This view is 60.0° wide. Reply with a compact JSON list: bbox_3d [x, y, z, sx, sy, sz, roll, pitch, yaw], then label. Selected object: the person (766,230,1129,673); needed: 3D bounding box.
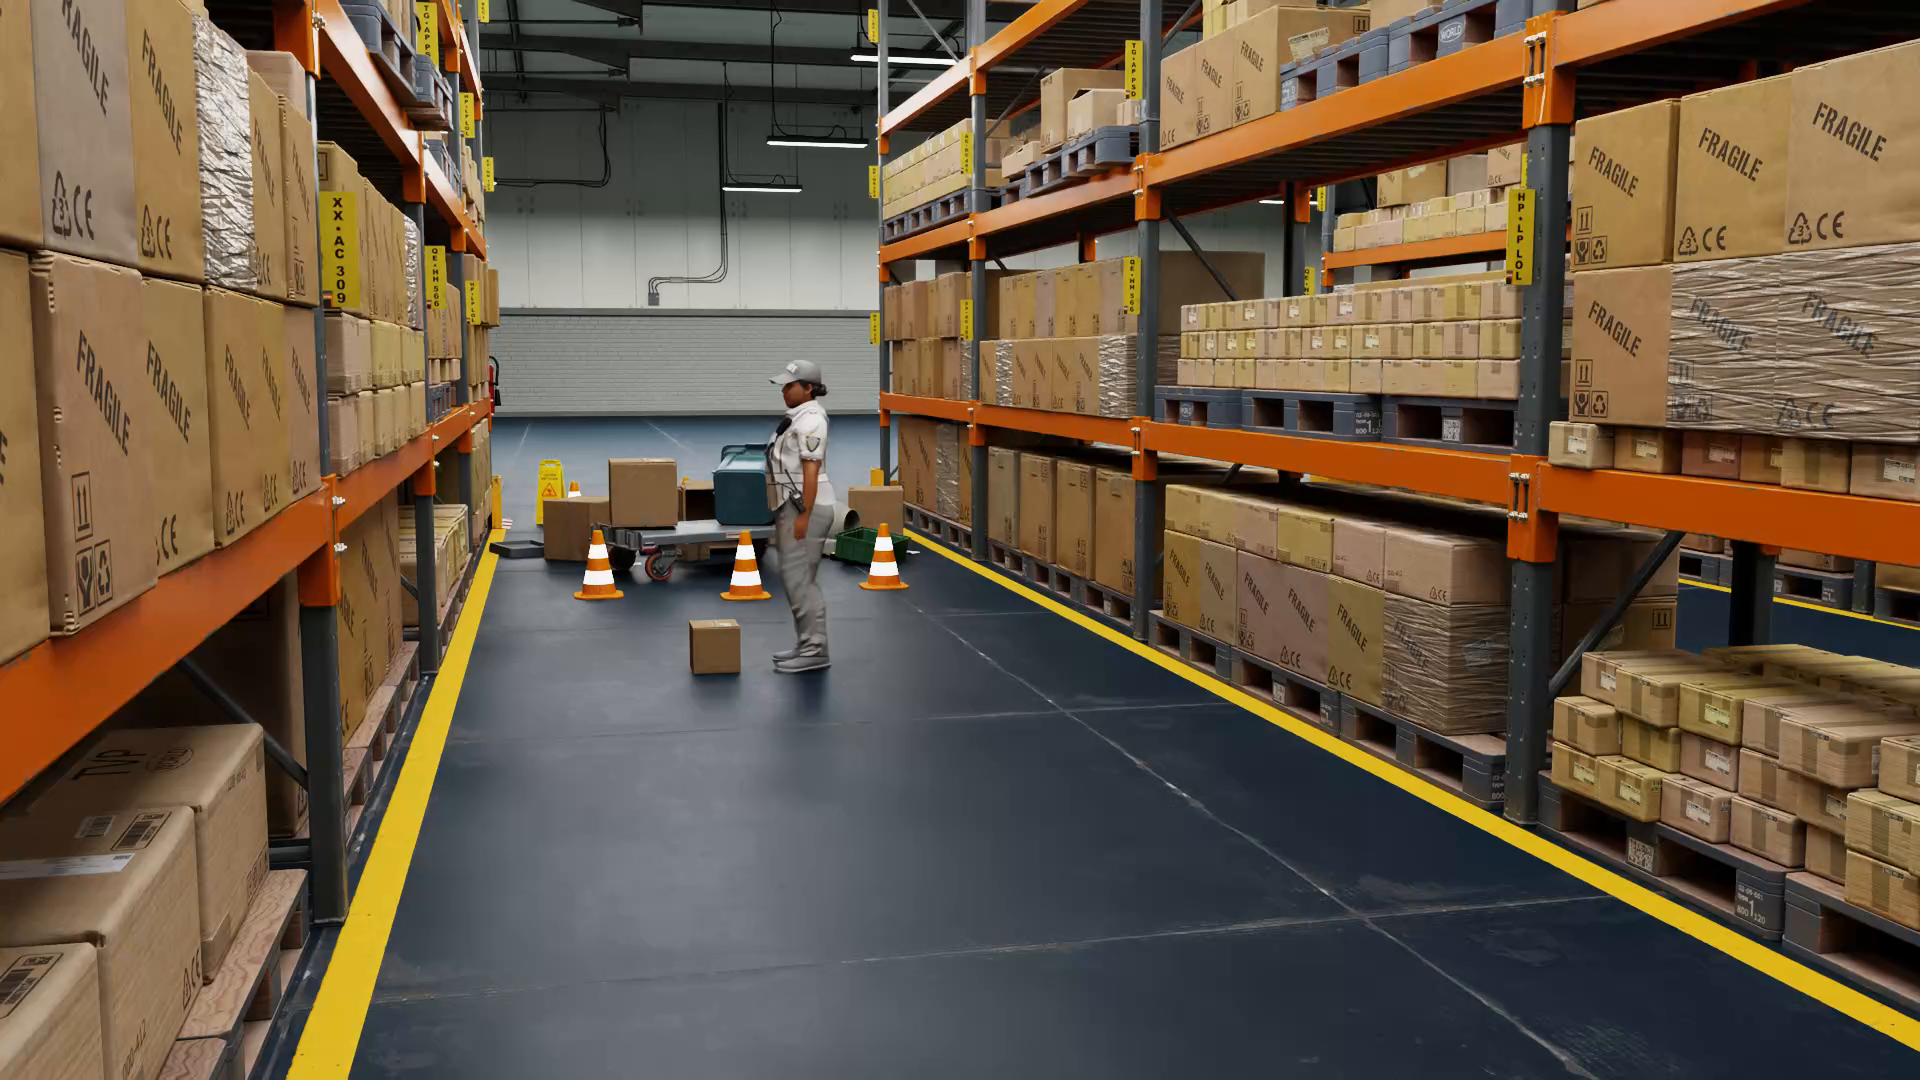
[{"bbox_3d":[2.112,-4.625,30.044,15.528,6.004,41.037,-1,6,-13],"label":"person"}]
